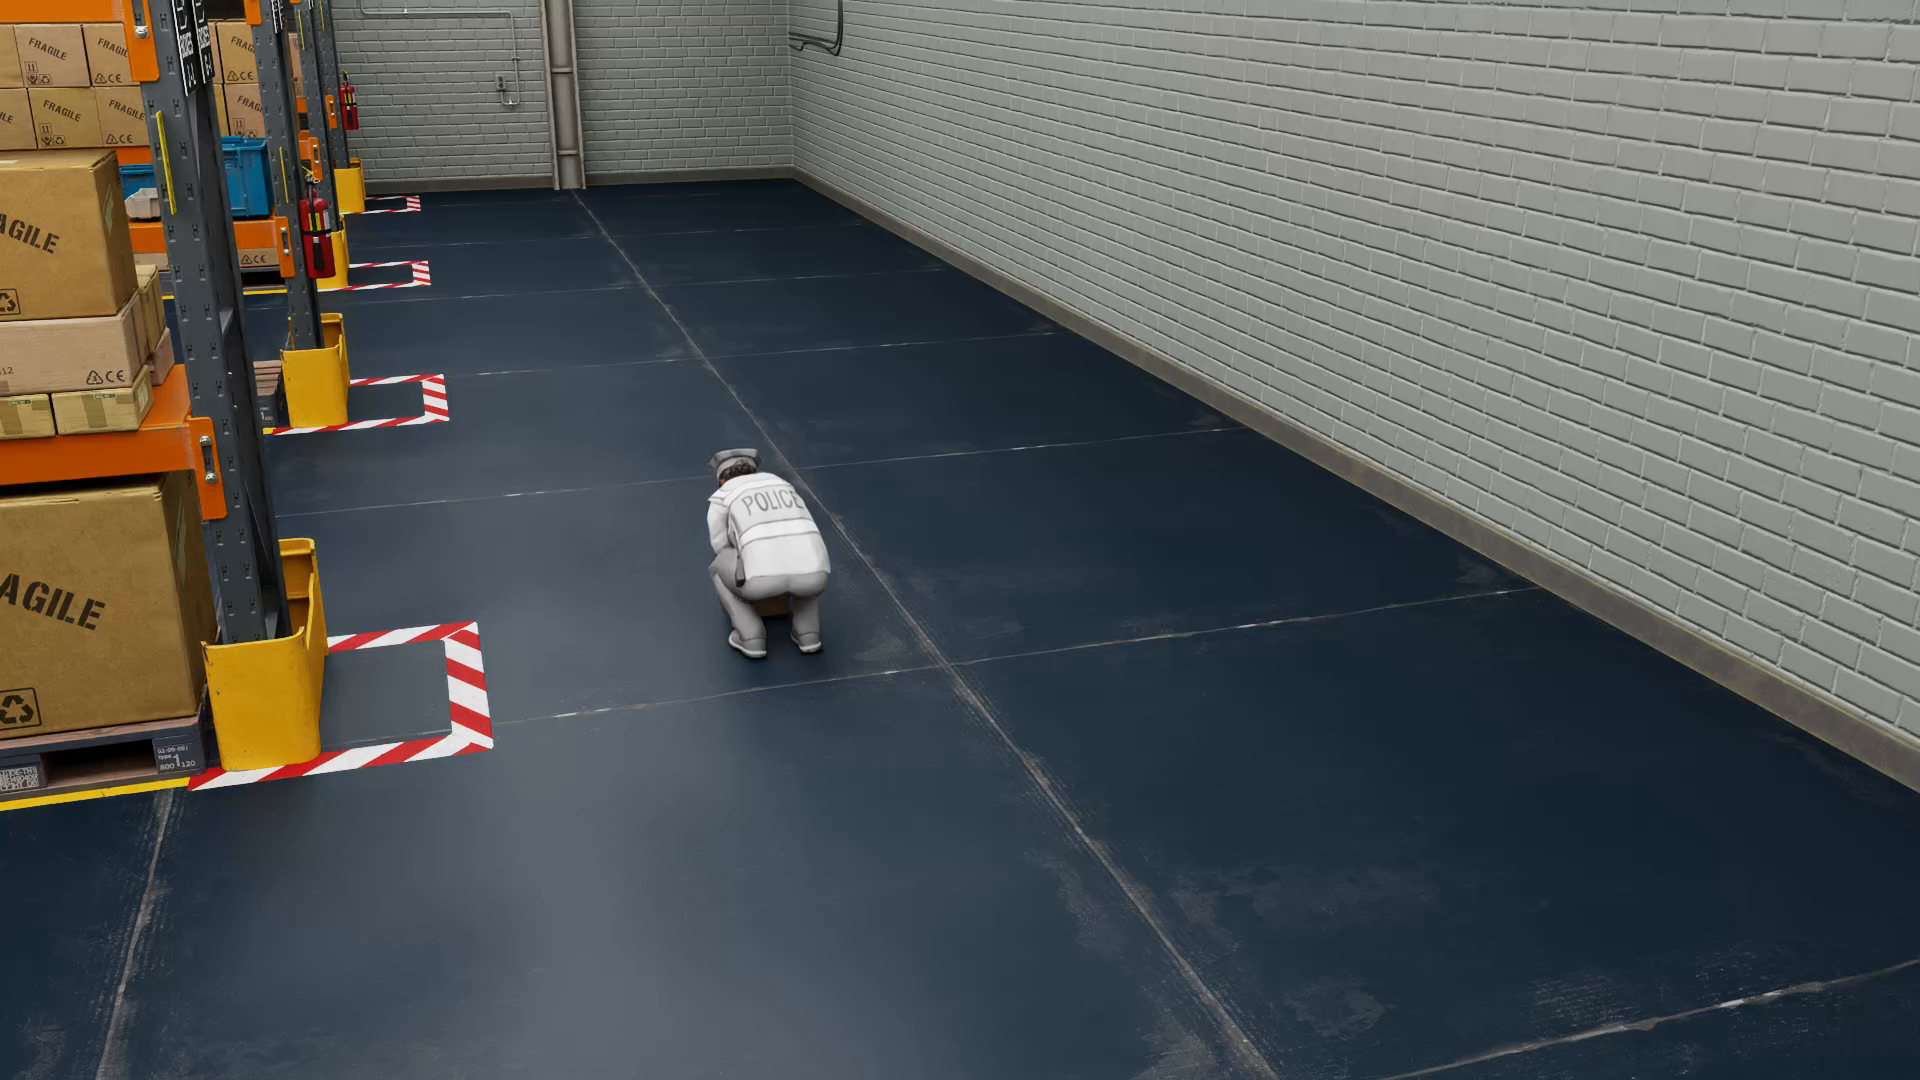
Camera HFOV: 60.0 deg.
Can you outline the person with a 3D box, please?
[{"bbox_3d":[-0.856,0.078,7.291,0.473,0.852,0.895,-6,20,-18],"label":"person"}]
